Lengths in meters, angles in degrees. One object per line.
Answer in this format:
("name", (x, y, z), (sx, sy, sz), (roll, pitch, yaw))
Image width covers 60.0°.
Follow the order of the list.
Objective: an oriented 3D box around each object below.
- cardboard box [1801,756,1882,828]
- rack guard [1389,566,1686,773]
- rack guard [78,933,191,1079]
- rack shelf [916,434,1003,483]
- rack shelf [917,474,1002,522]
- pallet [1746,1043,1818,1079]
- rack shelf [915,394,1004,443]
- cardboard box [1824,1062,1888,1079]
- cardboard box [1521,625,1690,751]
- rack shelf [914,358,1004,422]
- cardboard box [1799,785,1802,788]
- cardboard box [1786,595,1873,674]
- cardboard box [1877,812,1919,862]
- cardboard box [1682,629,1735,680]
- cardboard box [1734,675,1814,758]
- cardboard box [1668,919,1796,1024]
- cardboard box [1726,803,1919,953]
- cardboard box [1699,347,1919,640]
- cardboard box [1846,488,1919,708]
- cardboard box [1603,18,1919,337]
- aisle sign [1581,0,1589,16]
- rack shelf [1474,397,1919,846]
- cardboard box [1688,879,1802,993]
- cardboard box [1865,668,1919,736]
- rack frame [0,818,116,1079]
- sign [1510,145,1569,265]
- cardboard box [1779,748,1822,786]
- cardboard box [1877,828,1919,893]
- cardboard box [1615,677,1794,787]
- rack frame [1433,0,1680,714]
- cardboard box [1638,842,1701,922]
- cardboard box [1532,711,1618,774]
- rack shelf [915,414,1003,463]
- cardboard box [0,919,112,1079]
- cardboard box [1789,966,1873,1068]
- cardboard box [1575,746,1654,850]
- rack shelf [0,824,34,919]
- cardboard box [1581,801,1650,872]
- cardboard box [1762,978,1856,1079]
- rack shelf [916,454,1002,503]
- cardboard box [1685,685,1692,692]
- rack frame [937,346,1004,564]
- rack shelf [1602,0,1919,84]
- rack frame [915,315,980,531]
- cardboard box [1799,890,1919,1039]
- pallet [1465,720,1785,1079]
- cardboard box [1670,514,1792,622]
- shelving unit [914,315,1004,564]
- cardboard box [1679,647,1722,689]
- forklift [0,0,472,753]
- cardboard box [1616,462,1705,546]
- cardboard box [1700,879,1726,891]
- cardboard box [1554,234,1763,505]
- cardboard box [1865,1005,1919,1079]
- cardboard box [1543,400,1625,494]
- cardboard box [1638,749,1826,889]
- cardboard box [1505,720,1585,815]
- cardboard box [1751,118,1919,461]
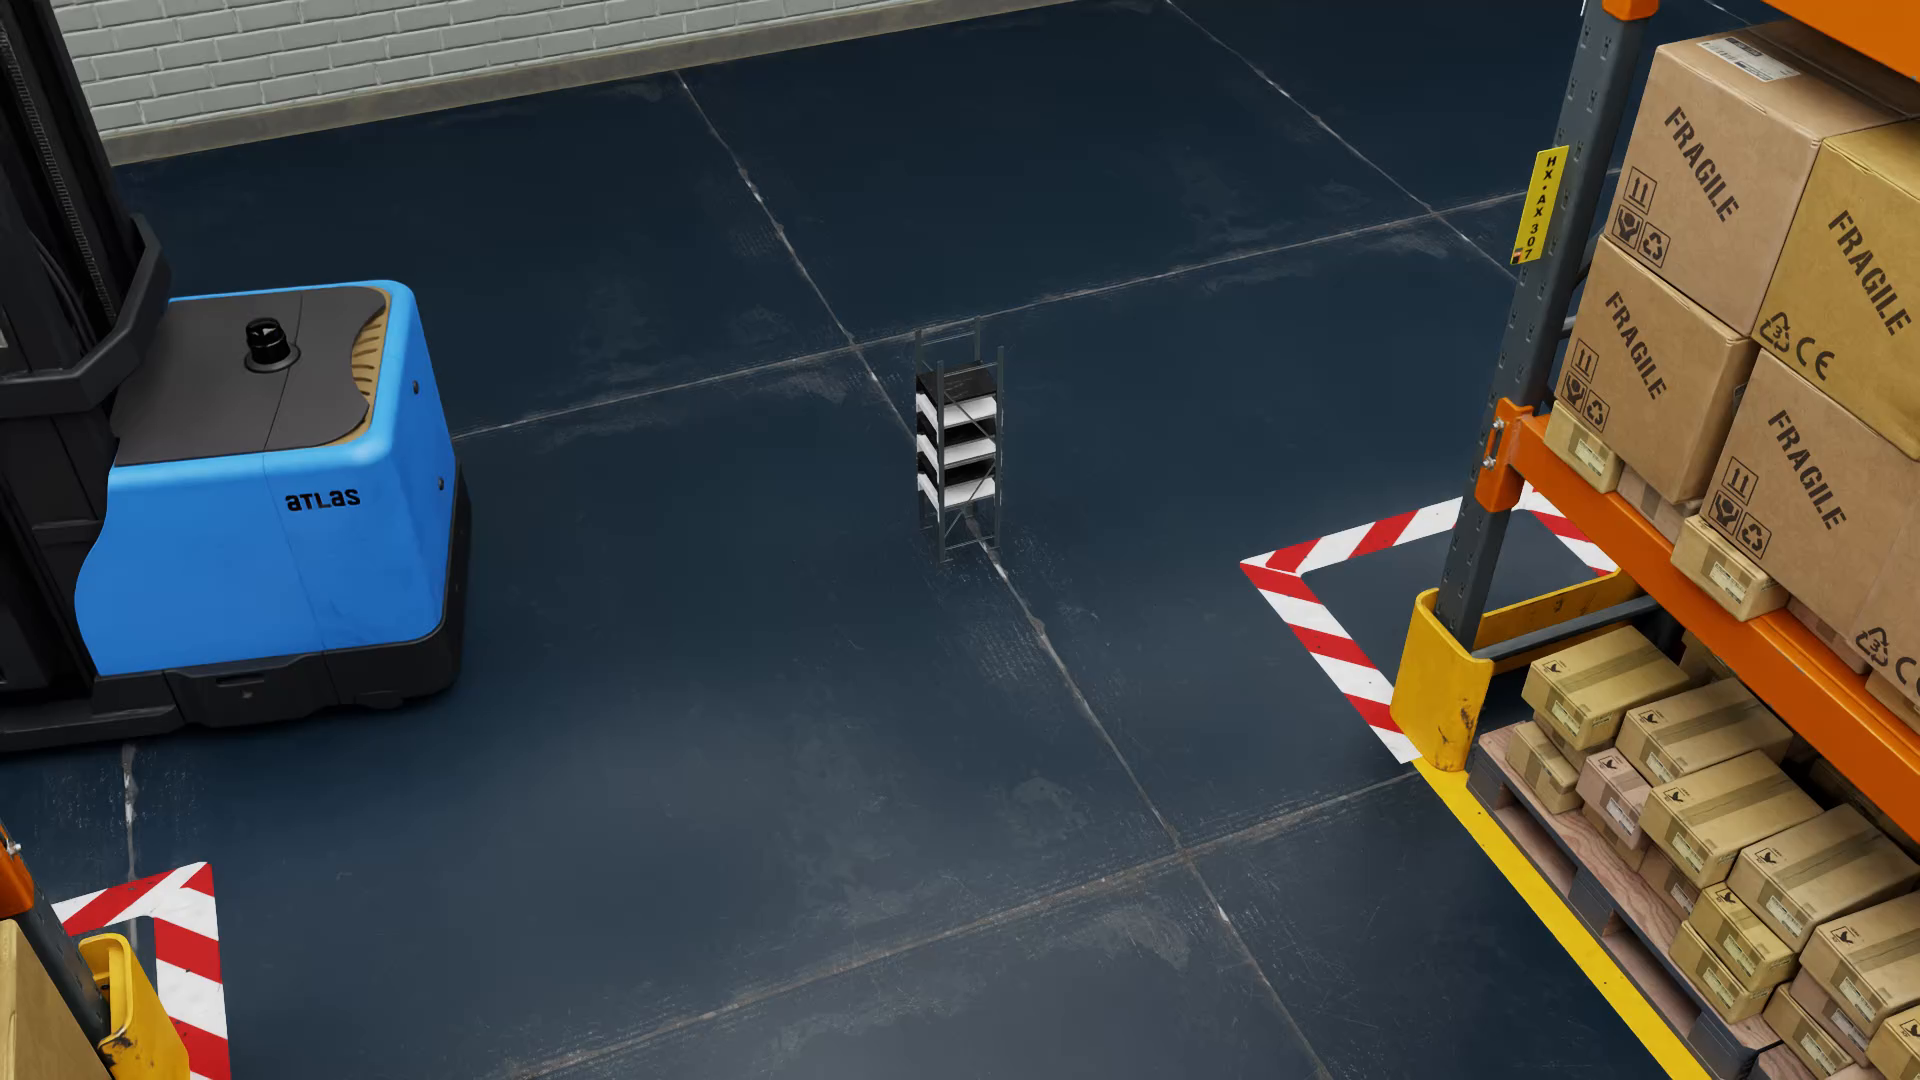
("cardboard box", (2.663, 0.701, 4.771), (0.380, 0.149, 0.250), (-17, 43, -19))
("rack guard", (2.026, 0.326, 5.487), (1.175, 0.500, 0.348), (-15, 43, -17))
("rack guard", (-2.634, 1.442, 4.189), (1.175, 0.500, 0.348), (-15, 43, -17))
("rack shelf", (-0.003, -0.321, 5.984), (0.258, 0.077, 0.200), (-15, 43, -17))
("rack shelf", (-0.003, -0.184, 6.101), (0.258, 0.077, 0.200), (-15, 43, -17))
("pallet", (2.767, 1.668, 4.149), (1.003, 0.211, 1.213), (-15, 43, -17))
("rack shelf", (-0.003, -0.457, 5.867), (0.258, 0.077, 0.200), (-15, 43, -17))
("cardboard box", (2.376, 1.418, 4.165), (0.380, 0.149, 0.250), (-17, 44, -19))
("cardboard box", (1.883, 0.429, 4.859), (0.380, 0.149, 0.250), (-17, 44, -19))
("rack shelf", (-0.003, -0.526, 5.808), (0.258, 0.077, 0.200), (-15, 43, -17))
("cardboard box", (2.583, 0.649, 5.059), (0.380, 0.149, 0.250), (-14, 43, -16))
("cardboard box", (2.233, 0.145, 3.973), (0.380, 0.149, 0.250), (-13, 42, -15))
("cardboard box", (2.733, 0.746, 4.490), (0.380, 0.149, 0.250), (-17, 43, -19))
("cardboard box", (2.433, 0.284, 5.027), (0.380, 0.149, 0.250), (-15, 43, -16))
("cardboard box", (2.476, 0.450, 4.834), (0.380, 0.149, 0.250), (-14, 43, -16))
("cardboard box", (2.175, 1.116, 4.516), (0.380, 0.149, 0.250), (-15, 43, -16))
("cardboard box", (2.249, 0.878, 4.337), (0.380, 0.149, 0.250), (-17, 44, -19))
("cardboard box", (2.142, -0.163, 3.834), (0.500, 0.500, 0.500), (-15, 43, -17))
("cardboard box", (2.317, 0.136, 3.487), (0.500, 0.500, 0.500), (-15, 43, -16))
("cardboard box", (1.923, -0.861, 3.878), (0.500, 0.500, 0.500), (-15, 43, -17))
("aisle sign", (1.692, -1.622, 3.842), (0.394, 0.787, 0.004), (-15, 43, -17))
("rack shelf", (2.762, 0.810, 3.559), (1.077, 0.370, 4.000), (-15, 43, -17))
("cardboard box", (2.186, 1.007, 4.414), (0.380, 0.149, 0.250), (-14, 43, -16))
("cardboard box", (2.314, 0.315, 3.776), (0.380, 0.149, 0.250), (-16, 43, -17))
("rack frame", (-2.621, 0.508, 3.358), (0.949, 2.616, 0.053), (-15, 43, -17))
("sign", (1.495, -0.860, 4.286), (0.100, 0.325, 0.005), (-15, 43, -17))
("cardboard box", (2.513, 0.559, 4.936), (0.380, 0.149, 0.250), (-16, 43, -18))
("cardboard box", (2.671, 0.888, 4.553), (0.380, 0.149, 0.250), (-16, 43, -17))
("cardboard box", (2.100, 0.565, 4.700), (0.380, 0.149, 0.250), (-14, 43, -16))
("rack frame", (1.997, -0.667, 4.726), (1.000, 3.000, 0.127), (-15, 43, -17))
("cardboard box", (2.179, 0.935, 4.727), (0.380, 0.149, 0.250), (-15, 43, -16))
("cardboard box", (1.960, 0.521, 4.980), (0.380, 0.149, 0.250), (-13, 42, -15))
("rack shelf", (-0.003, -0.389, 5.925), (0.258, 0.077, 0.200), (-15, 43, -17))
("cardboard box", (-2.306, 1.521, 3.488), (0.875, 0.875, 0.875), (-15, 43, -17))
("cardboard box", (2.375, 1.143, 4.256), (0.380, 0.149, 0.250), (-17, 44, -19))
("cardboard box", (2.013, 0.700, 4.771), (0.380, 0.149, 0.250), (-15, 43, -17))
("rack shelf", (-1.859, 1.987, 2.191), (1.077, 0.370, 4.000), (-15, 43, -17))
("cardboard box", (2.077, 0.787, 4.899), (0.380, 0.149, 0.250), (-15, 43, -17))
("cardboard box", (2.361, 1.246, 4.365), (0.380, 0.149, 0.250), (-15, 43, -17))
("rack shelf", (-0.003, -0.253, 6.043), (0.258, 0.077, 0.200), (-15, 43, -17))
("cardboard box", (2.391, 0.519, 5.210), (0.380, 0.149, 0.250), (-14, 43, -16))
("rack frame", (0.036, -0.285, 5.891), (0.240, 0.900, 0.006), (-15, 43, -17))
("rack shelf", (2.762, -0.327, 2.581), (1.077, 0.370, 4.000), (-15, 43, -17))
("rack frame", (-0.042, -0.407, 6.034), (0.240, 0.900, 0.006), (-15, 43, -17))
("cardboard box", (2.347, 1.047, 4.140), (0.380, 0.149, 0.250), (-14, 43, -15))
("pallet", (2.304, 0.934, 5.002), (1.003, 0.211, 1.213), (-15, 43, -17))
("cardboard box", (2.007, 0.023, 4.115), (0.380, 0.149, 0.250), (-16, 43, -18))
("shelving unit", (-0.003, -0.346, 5.962), (0.258, 0.900, 0.210), (-15, 43, -17))
("cardboard box", (2.462, 0.388, 5.134), (0.380, 0.149, 0.250), (-16, 43, -18))
("forklift", (-3.258, -0.722, 4.842), (3.031, 2.935, 1.130), (-6, 41, -7))
("cardboard box", (1.953, -0.152, 4.319), (0.380, 0.149, 0.250), (-14, 43, -15))
("cardboard box", (2.188, 0.826, 4.626), (0.380, 0.149, 0.250), (-15, 43, -16))
("cardboard box", (1.913, -0.479, 4.201), (0.500, 0.500, 0.500), (-13, 42, -15))
("cardboard box", (2.405, 1.217, 3.942), (0.380, 0.149, 0.250), (-14, 43, -16))
("cardboard box", (1.818, -0.295, 4.485), (0.380, 0.149, 0.250), (-15, 43, -17))
("cardboard box", (2.078, 0.749, 4.487), (0.380, 0.149, 0.250), (-15, 43, -17))
("cardboard box", (1.901, 0.650, 5.058), (0.380, 0.149, 0.250), (-14, 43, -16))
("cardboard box", (2.122, -0.558, 3.527), (0.500, 0.500, 0.500), (-14, 43, -16))
